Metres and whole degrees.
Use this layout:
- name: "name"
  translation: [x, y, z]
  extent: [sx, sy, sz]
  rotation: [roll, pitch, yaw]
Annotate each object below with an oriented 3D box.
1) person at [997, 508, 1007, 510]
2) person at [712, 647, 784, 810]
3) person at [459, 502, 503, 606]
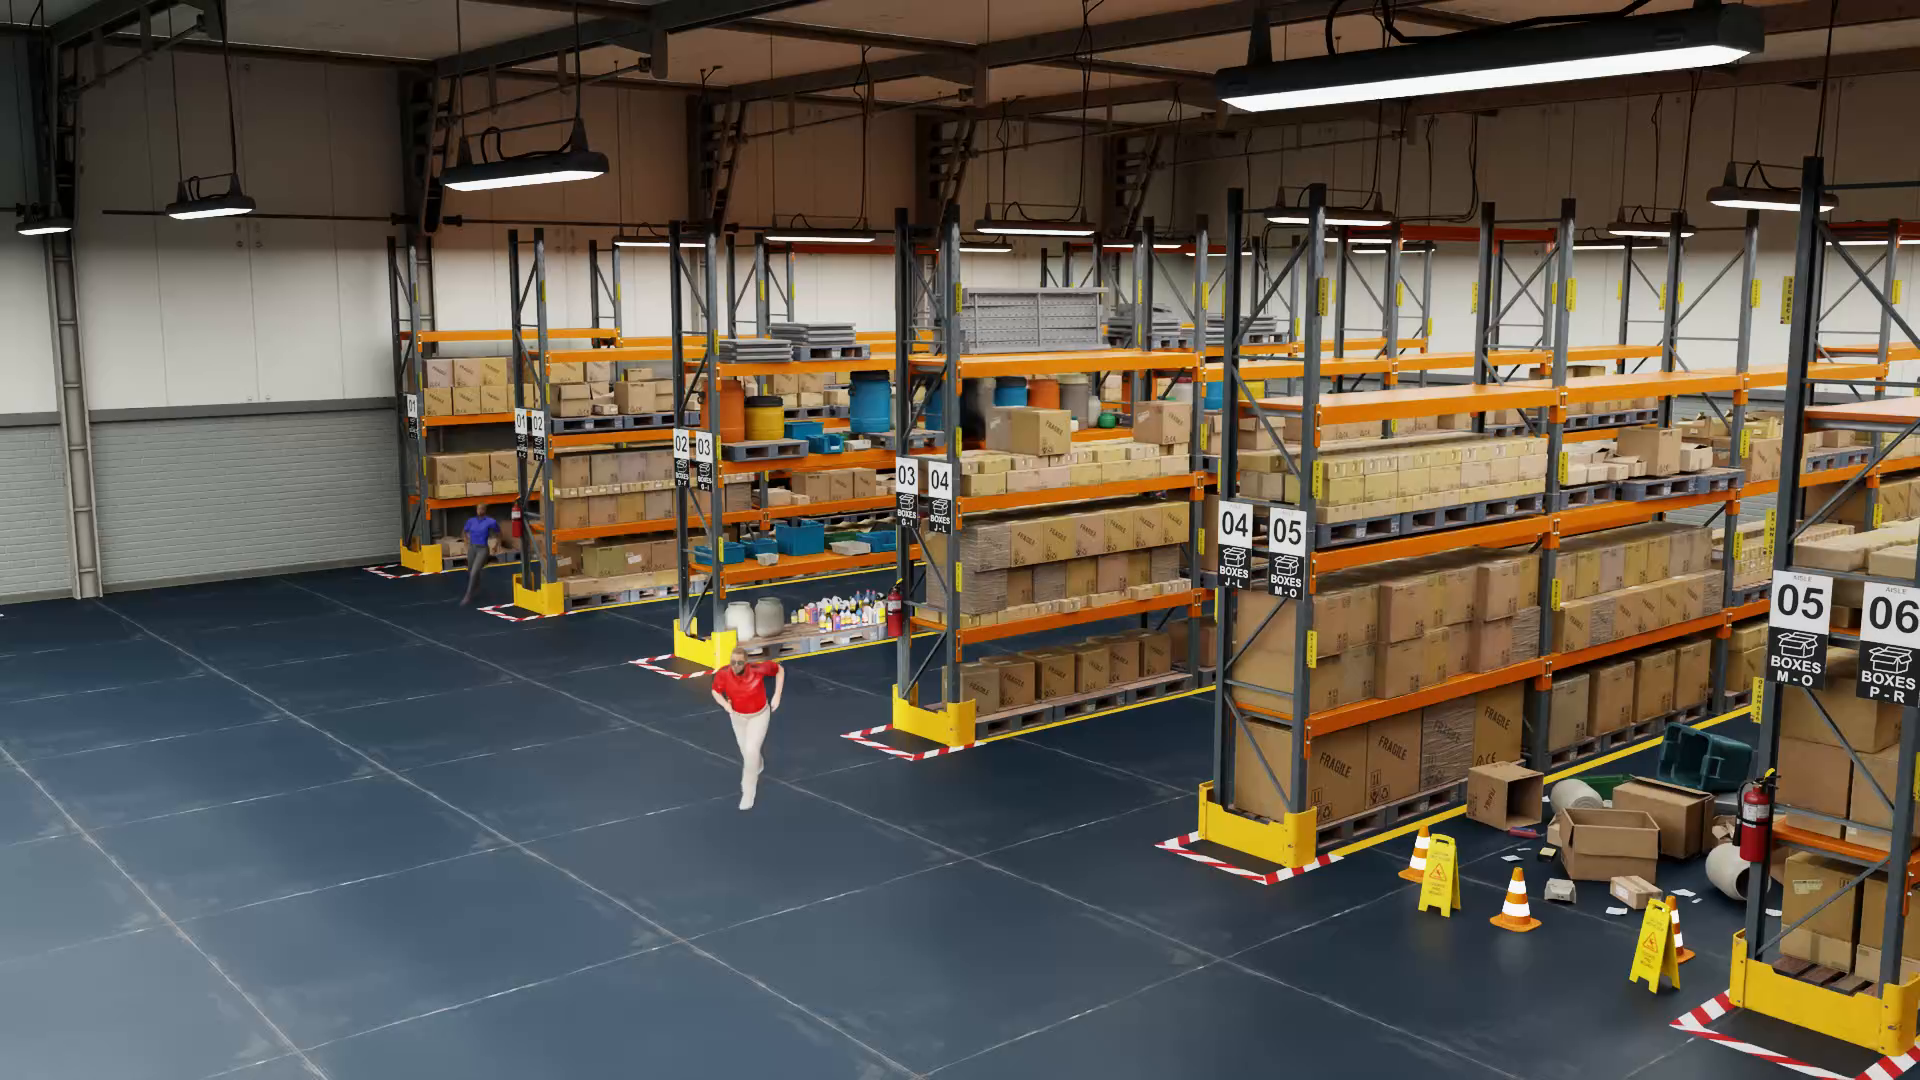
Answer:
- name: "person"
  translation: [0.536, -0.355, 29.402]
  extent: [0.671, 1.496, 0.604]
  rotation: [-8, 12, -41]
- name: "person"
  translation: [-2.106, 1.840, 16.751]
  extent: [0.707, 1.696, 0.980]
  rotation: [1, 9, 7]
- name: "person"
  translation: [-7.834, 0.198, 27.086]
  extent: [0.659, 1.634, 0.923]
  rotation: [2, 9, 11]
